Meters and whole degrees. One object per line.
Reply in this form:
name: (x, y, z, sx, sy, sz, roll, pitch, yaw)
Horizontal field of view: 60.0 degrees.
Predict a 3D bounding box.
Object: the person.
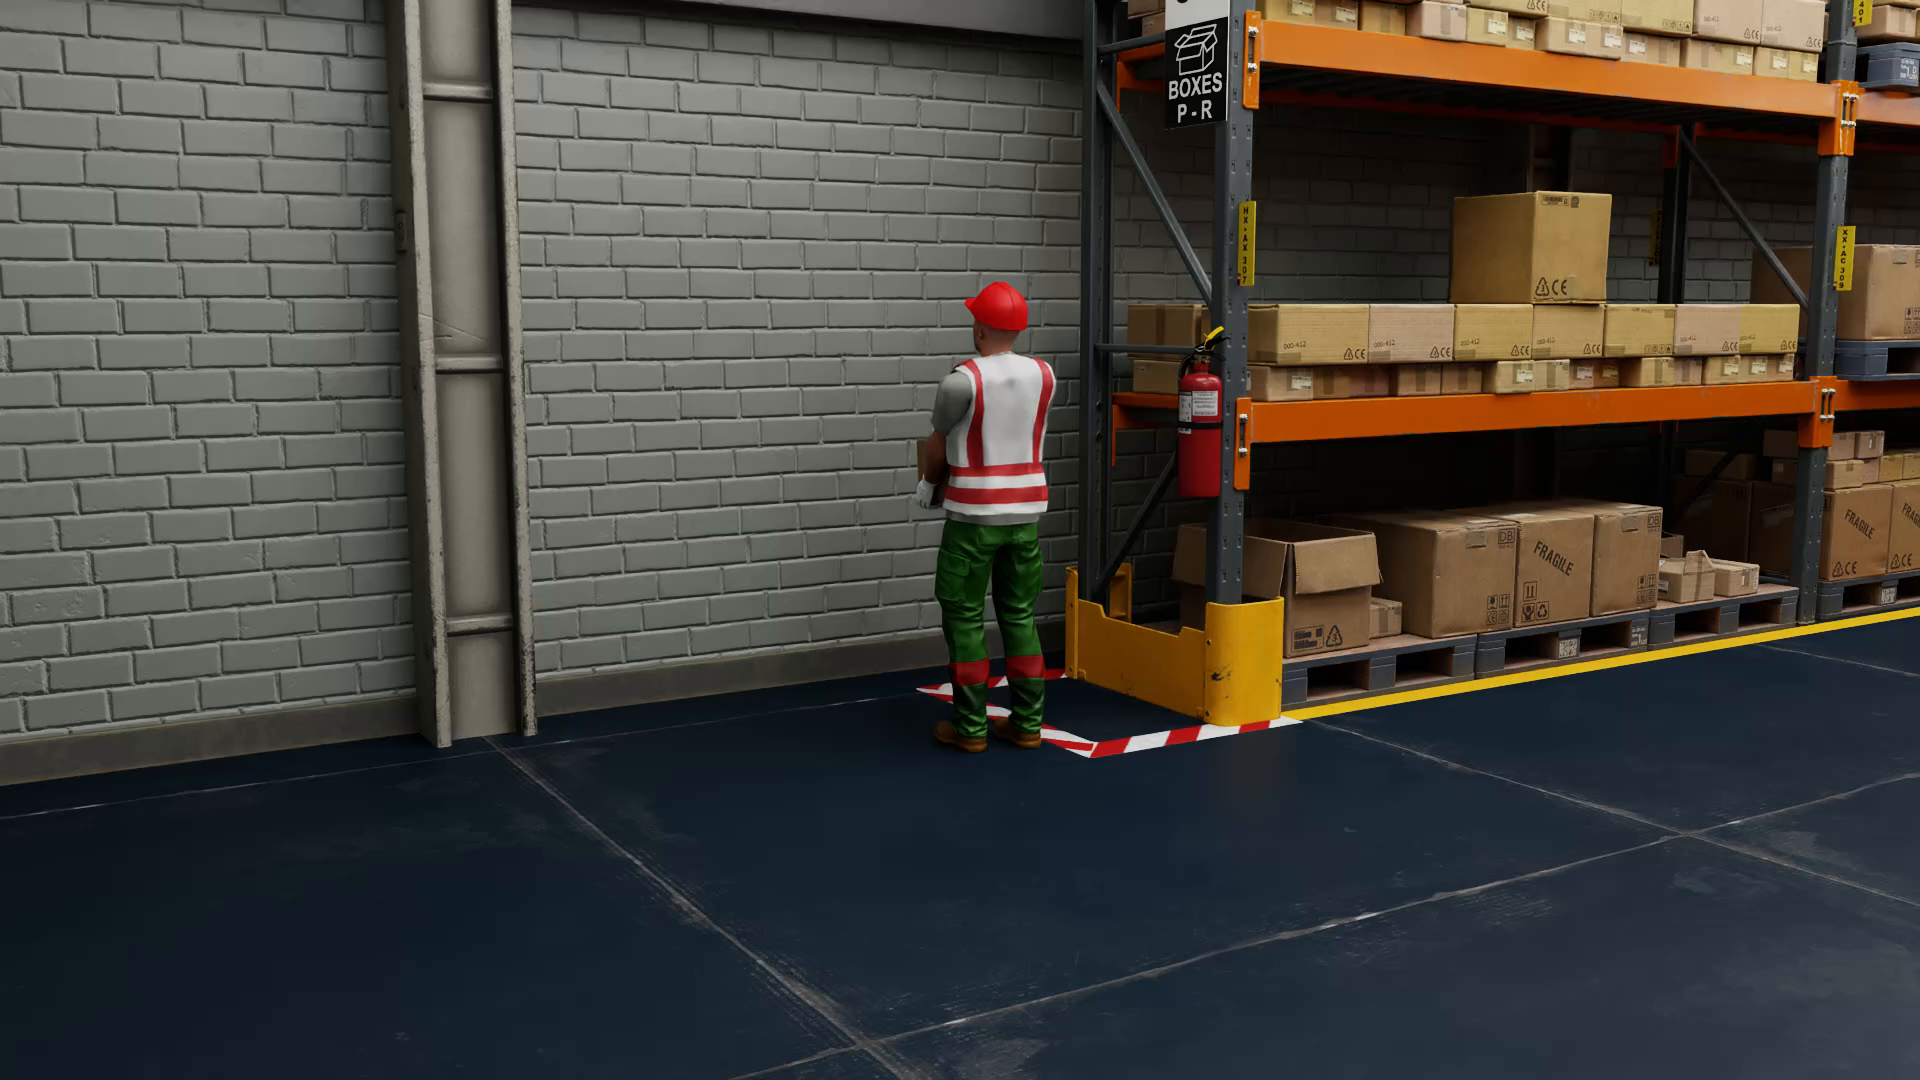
person: (0.074, -0.089, 6.386, 0.494, 1.782, 0.564, -4, 9, -28)
